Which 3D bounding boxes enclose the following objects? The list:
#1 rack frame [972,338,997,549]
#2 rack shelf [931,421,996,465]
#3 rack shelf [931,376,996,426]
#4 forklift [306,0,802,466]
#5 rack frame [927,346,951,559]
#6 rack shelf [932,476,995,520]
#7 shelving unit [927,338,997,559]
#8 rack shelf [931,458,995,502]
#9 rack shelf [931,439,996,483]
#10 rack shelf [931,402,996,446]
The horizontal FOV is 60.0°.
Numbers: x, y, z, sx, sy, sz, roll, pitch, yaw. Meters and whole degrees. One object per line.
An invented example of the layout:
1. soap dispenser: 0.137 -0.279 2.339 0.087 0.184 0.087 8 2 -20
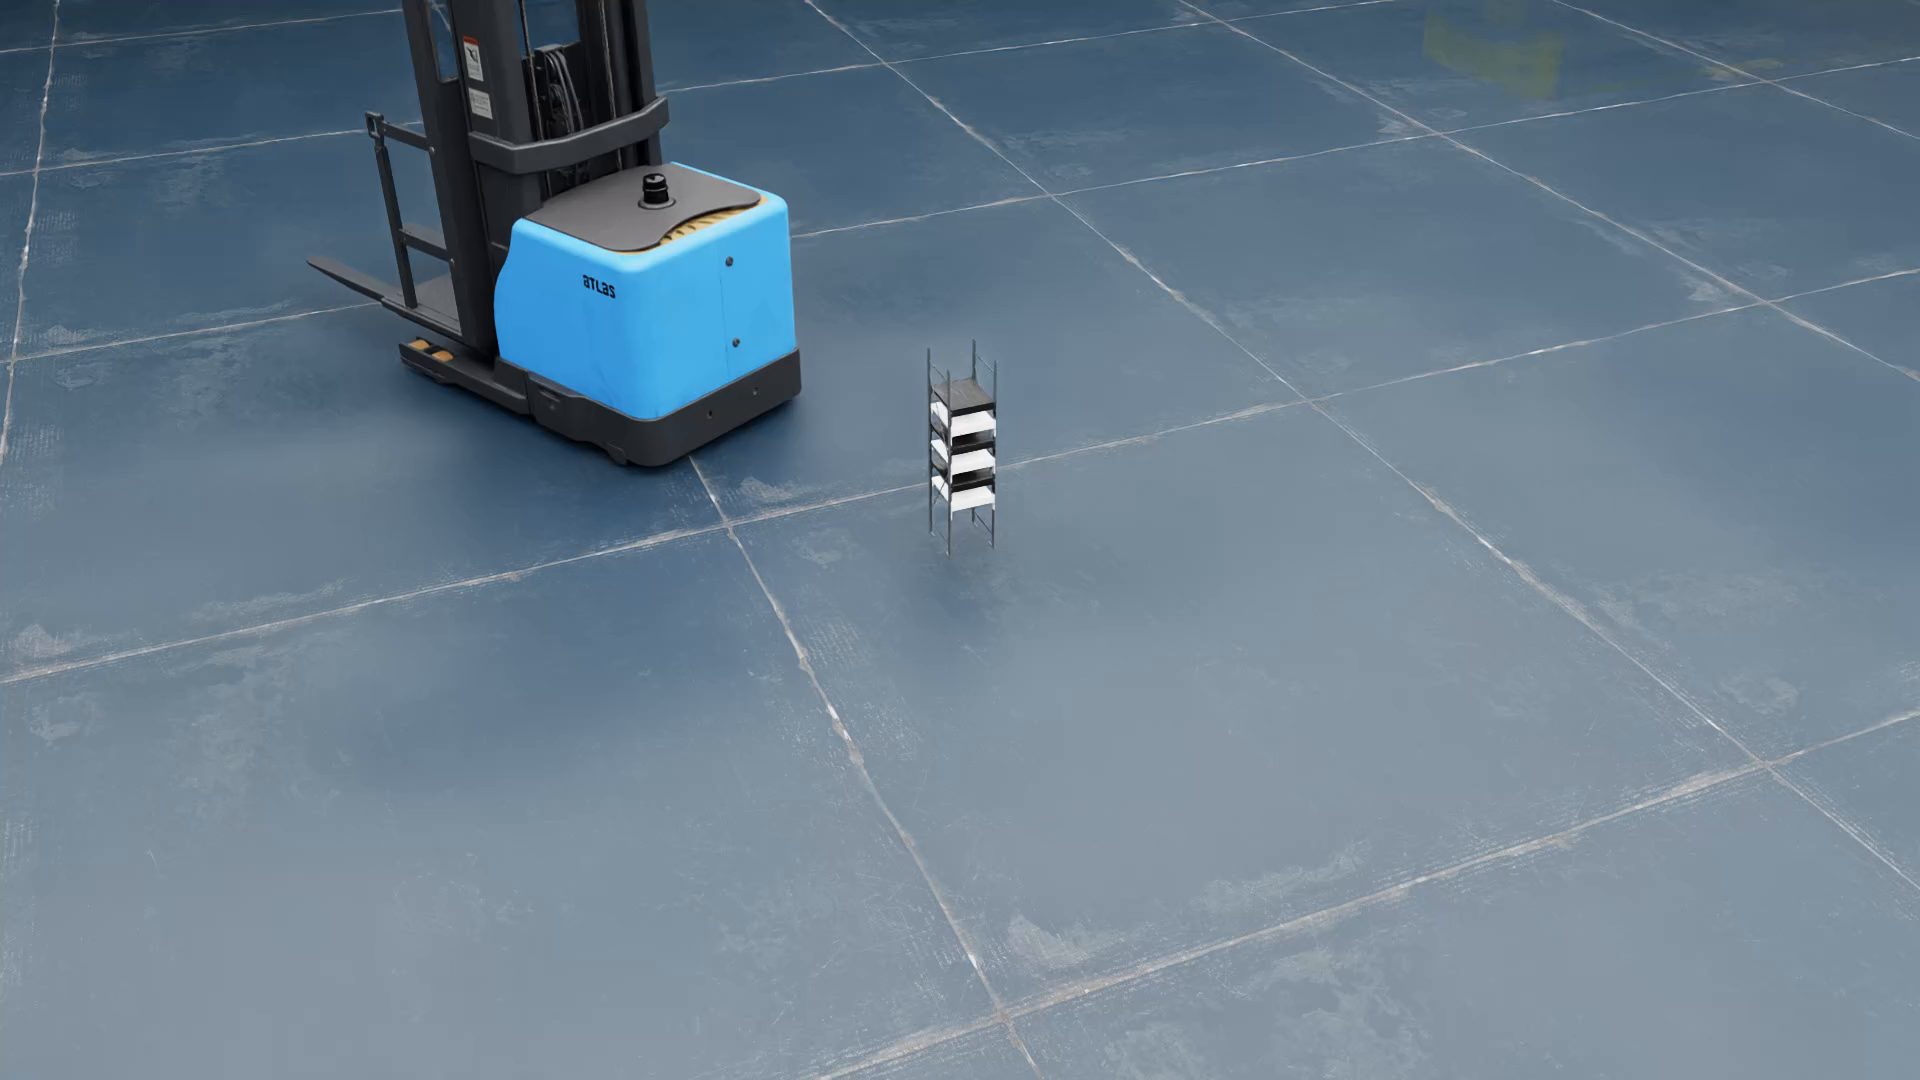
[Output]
1. rack frame: 0.101 -0.400 7.040 0.006 0.900 0.240 -13 35 -19
2. rack shelf: 0.007 -0.426 6.976 0.200 0.077 0.258 -13 35 -19
3. rack shelf: 0.007 -0.577 6.878 0.200 0.077 0.258 -13 35 -19
4. forklift: -2.251 -2.223 7.979 3.031 2.935 1.130 24 40 32
5. rack frame: -0.086 -0.357 6.974 0.006 0.900 0.240 -13 35 -19
6. rack shelf: 0.007 -0.200 7.124 0.200 0.077 0.258 -13 35 -19
7. shelving unit: 0.007 -0.379 7.007 0.210 0.900 0.258 -13 35 -19
8. rack shelf: 0.007 -0.276 7.074 0.200 0.077 0.258 -13 35 -19
9. rack shelf: 0.007 -0.351 7.025 0.200 0.077 0.258 -13 35 -19
10. rack shelf: 0.007 -0.502 6.927 0.200 0.077 0.258 -13 35 -19
